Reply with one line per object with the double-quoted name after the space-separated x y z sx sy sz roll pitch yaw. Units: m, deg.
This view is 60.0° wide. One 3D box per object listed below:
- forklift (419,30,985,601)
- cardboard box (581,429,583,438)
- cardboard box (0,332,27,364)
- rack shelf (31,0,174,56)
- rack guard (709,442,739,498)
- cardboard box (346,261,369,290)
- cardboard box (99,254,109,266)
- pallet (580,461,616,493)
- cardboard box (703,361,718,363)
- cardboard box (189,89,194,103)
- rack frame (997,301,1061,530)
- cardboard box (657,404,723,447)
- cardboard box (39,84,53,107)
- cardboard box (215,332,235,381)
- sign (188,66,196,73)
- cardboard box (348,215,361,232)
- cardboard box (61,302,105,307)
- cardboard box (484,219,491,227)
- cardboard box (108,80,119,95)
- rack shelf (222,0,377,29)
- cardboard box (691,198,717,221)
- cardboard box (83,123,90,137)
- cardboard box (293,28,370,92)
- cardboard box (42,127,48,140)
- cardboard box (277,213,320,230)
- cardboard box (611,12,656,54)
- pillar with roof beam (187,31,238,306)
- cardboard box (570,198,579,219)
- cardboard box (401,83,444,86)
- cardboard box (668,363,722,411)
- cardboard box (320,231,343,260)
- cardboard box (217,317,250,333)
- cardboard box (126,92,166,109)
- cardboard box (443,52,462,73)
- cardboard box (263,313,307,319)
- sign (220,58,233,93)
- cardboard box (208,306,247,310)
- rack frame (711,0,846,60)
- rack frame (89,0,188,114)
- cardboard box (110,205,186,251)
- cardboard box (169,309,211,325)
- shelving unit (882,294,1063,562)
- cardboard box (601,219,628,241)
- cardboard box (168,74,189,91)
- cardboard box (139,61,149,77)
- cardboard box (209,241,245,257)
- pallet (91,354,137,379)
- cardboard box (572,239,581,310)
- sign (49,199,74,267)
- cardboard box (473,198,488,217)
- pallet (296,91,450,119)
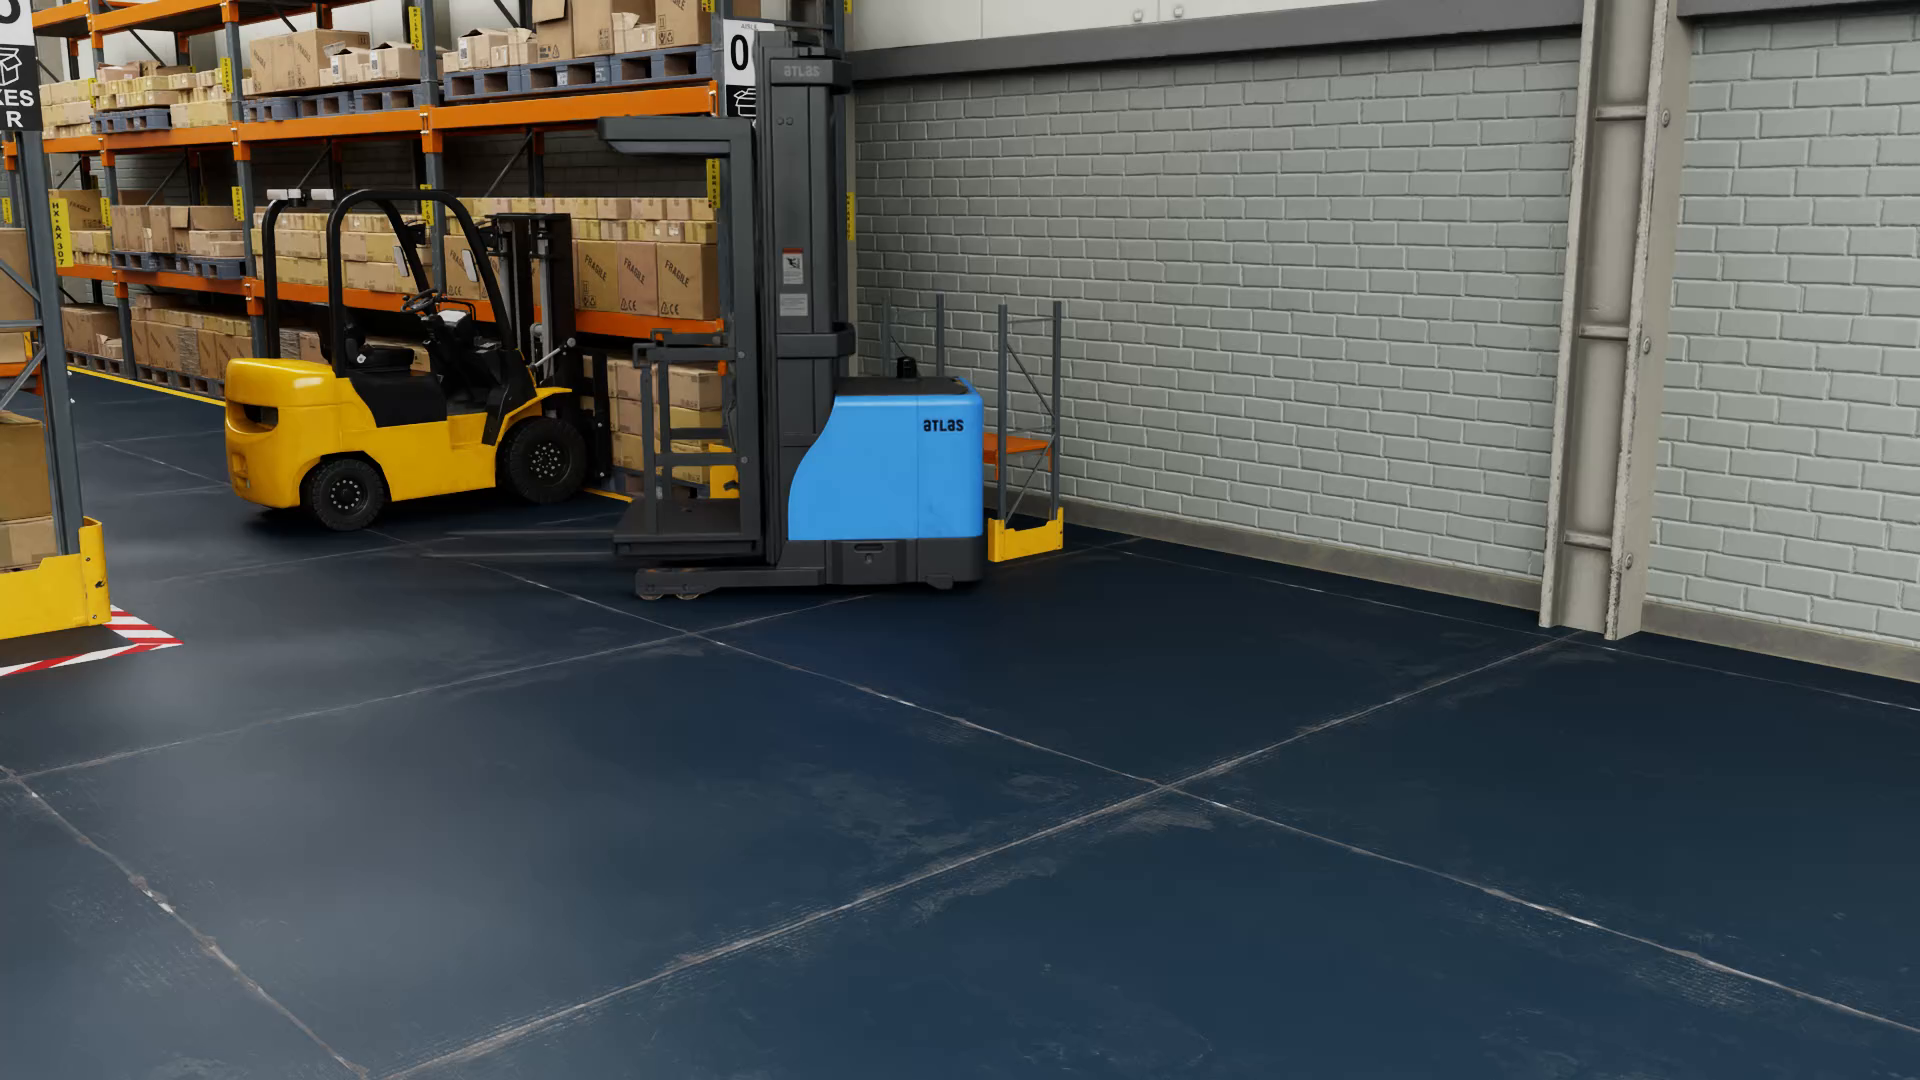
-1.410 -1.223 9.084 3.031 2.935 1.130 -1 12 -5 "forklift"
-2.775 -0.785 12.563 0.500 0.250 0.500 -10 15 -41 "cardboard box"
-4.844 -0.944 8.183 0.380 0.149 0.250 -11 16 -42 "cardboard box"
-10.840 -6.309 20.522 1.077 0.370 4.000 -11 16 -43 "rack shelf"
-1.155 -0.453 11.372 1.175 0.500 0.348 -11 16 -43 "rack guard"
-5.143 -2.378 14.891 0.500 0.250 0.500 -11 16 -42 "cardboard box"
-10.057 -3.356 19.888 0.380 0.149 0.250 -10 16 -41 "cardboard box"
-2.568 -0.599 12.796 1.003 0.211 1.213 -11 16 -43 "pallet"
-1.714 -1.199 12.091 0.500 0.250 0.500 -11 16 -42 "cardboard box"
-7.782 -4.614 17.322 0.380 0.149 0.250 -11 16 -42 "cardboard box"
0.410 -0.648 9.840 0.500 1.500 0.032 -11 16 -43 "rack frame"
-1.734 -0.812 11.455 0.500 0.250 0.500 -11 16 -43 "cardboard box"
-11.042 -5.481 20.545 0.500 0.250 0.500 -10 16 -41 "cardboard box"
-7.482 -1.936 17.530 0.500 0.500 0.500 -11 16 -43 "cardboard box"
-9.060 -5.425 19.621 0.100 0.325 0.005 -11 16 -43 "sign"
-5.234 -2.833 14.872 0.380 0.149 0.250 -11 16 -42 "cardboard box"
-11.867 -2.897 22.183 0.637 0.503 0.797 11 16 43 "cardboard box"
-3.524 -2.477 13.143 0.380 0.149 0.250 -11 16 -43 "cardboard box"
-9.189 -5.002 18.420 0.380 0.149 0.250 -11 16 -44 "cardboard box"
-5.315 -4.947 14.895 1.077 0.370 4.000 -11 16 -43 "rack shelf"
-1.571 -2.216 11.143 0.380 0.149 0.250 -11 16 -42 "cardboard box"
-10.087 -4.826 19.591 0.380 0.149 0.250 -11 16 -43 "cardboard box"
-5.669 -4.333 15.040 0.500 0.500 0.500 -10 16 -41 "cardboard box"
-11.180 -5.046 20.659 0.380 0.149 0.250 -11 16 -42 "cardboard box"
-6.308 -3.055 15.951 0.380 0.149 0.250 -10 16 -41 "cardboard box"
-2.139 -3.455 11.357 0.396 0.266 0.258 -11 16 -42 "cardboard box"
-12.401 -5.998 17.223 9.100 9.000 0.400 -11 16 -43 "pillar with roof beam"
-2.635 -2.439 12.225 0.380 0.149 0.250 -11 16 -42 "cardboard box"
-4.638 -4.037 14.471 0.380 0.149 0.250 -11 16 -43 "cardboard box"
-1.715 -1.053 11.386 0.500 0.250 0.500 -10 15 -41 "cardboard box"
-5.502 -2.698 15.206 0.500 0.250 0.500 -11 16 -42 "cardboard box"
-7.581 -2.265 17.516 0.250 0.149 0.380 11 16 43 "cardboard box"
-8.833 -4.785 18.105 0.380 0.149 0.250 -11 16 -43 "cardboard box"
-3.844 -3.758 13.117 0.380 0.149 0.250 -10 16 -41 "cardboard box"
-7.345 -2.387 18.112 0.250 0.149 0.380 11 16 43 "cardboard box"
-7.090 -4.496 16.084 0.100 0.325 0.005 -11 16 -43 "sign"
-8.440 -2.612 19.204 0.250 0.149 0.380 11 16 42 "cardboard box"
-1.172 -4.619 10.532 1.000 3.000 0.127 -11 16 -43 "rack frame"
-9.459 -6.371 19.032 1.000 3.000 0.127 -11 16 -43 "rack frame"
-9.286 -3.585 19.091 0.700 0.500 0.500 -10 16 -41 "cardboard box"
-8.626 -2.497 18.643 0.380 0.149 0.250 -11 16 -43 "cardboard box"
0.053 -0.723 10.206 0.587 1.500 1.083 -11 16 -43 "shelving unit"
-2.328 -2.209 11.844 0.250 0.149 0.380 11 16 43 "cardboard box"
-8.044 -4.783 17.409 0.380 0.149 0.250 -11 16 -42 "cardboard box"
-9.198 -5.347 19.066 0.396 0.266 0.258 -11 16 -43 "cardboard box"
-7.427 -2.974 16.993 0.380 0.149 0.250 -11 16 -42 "cardboard box"
-9.932 -2.167 20.406 1.003 0.211 1.213 -11 16 -43 "pallet"
-2.762 -1.989 12.383 0.500 0.500 0.500 -11 16 -42 "cardboard box"
-4.367 -1.488 8.057 0.100 0.325 0.005 -11 16 -43 "sign"
-3.670 -2.666 13.326 0.380 0.149 0.250 -11 16 -42 "cardboard box"
-5.388 -3.976 15.310 1.003 0.211 1.213 -10 15 -40 "pallet"
